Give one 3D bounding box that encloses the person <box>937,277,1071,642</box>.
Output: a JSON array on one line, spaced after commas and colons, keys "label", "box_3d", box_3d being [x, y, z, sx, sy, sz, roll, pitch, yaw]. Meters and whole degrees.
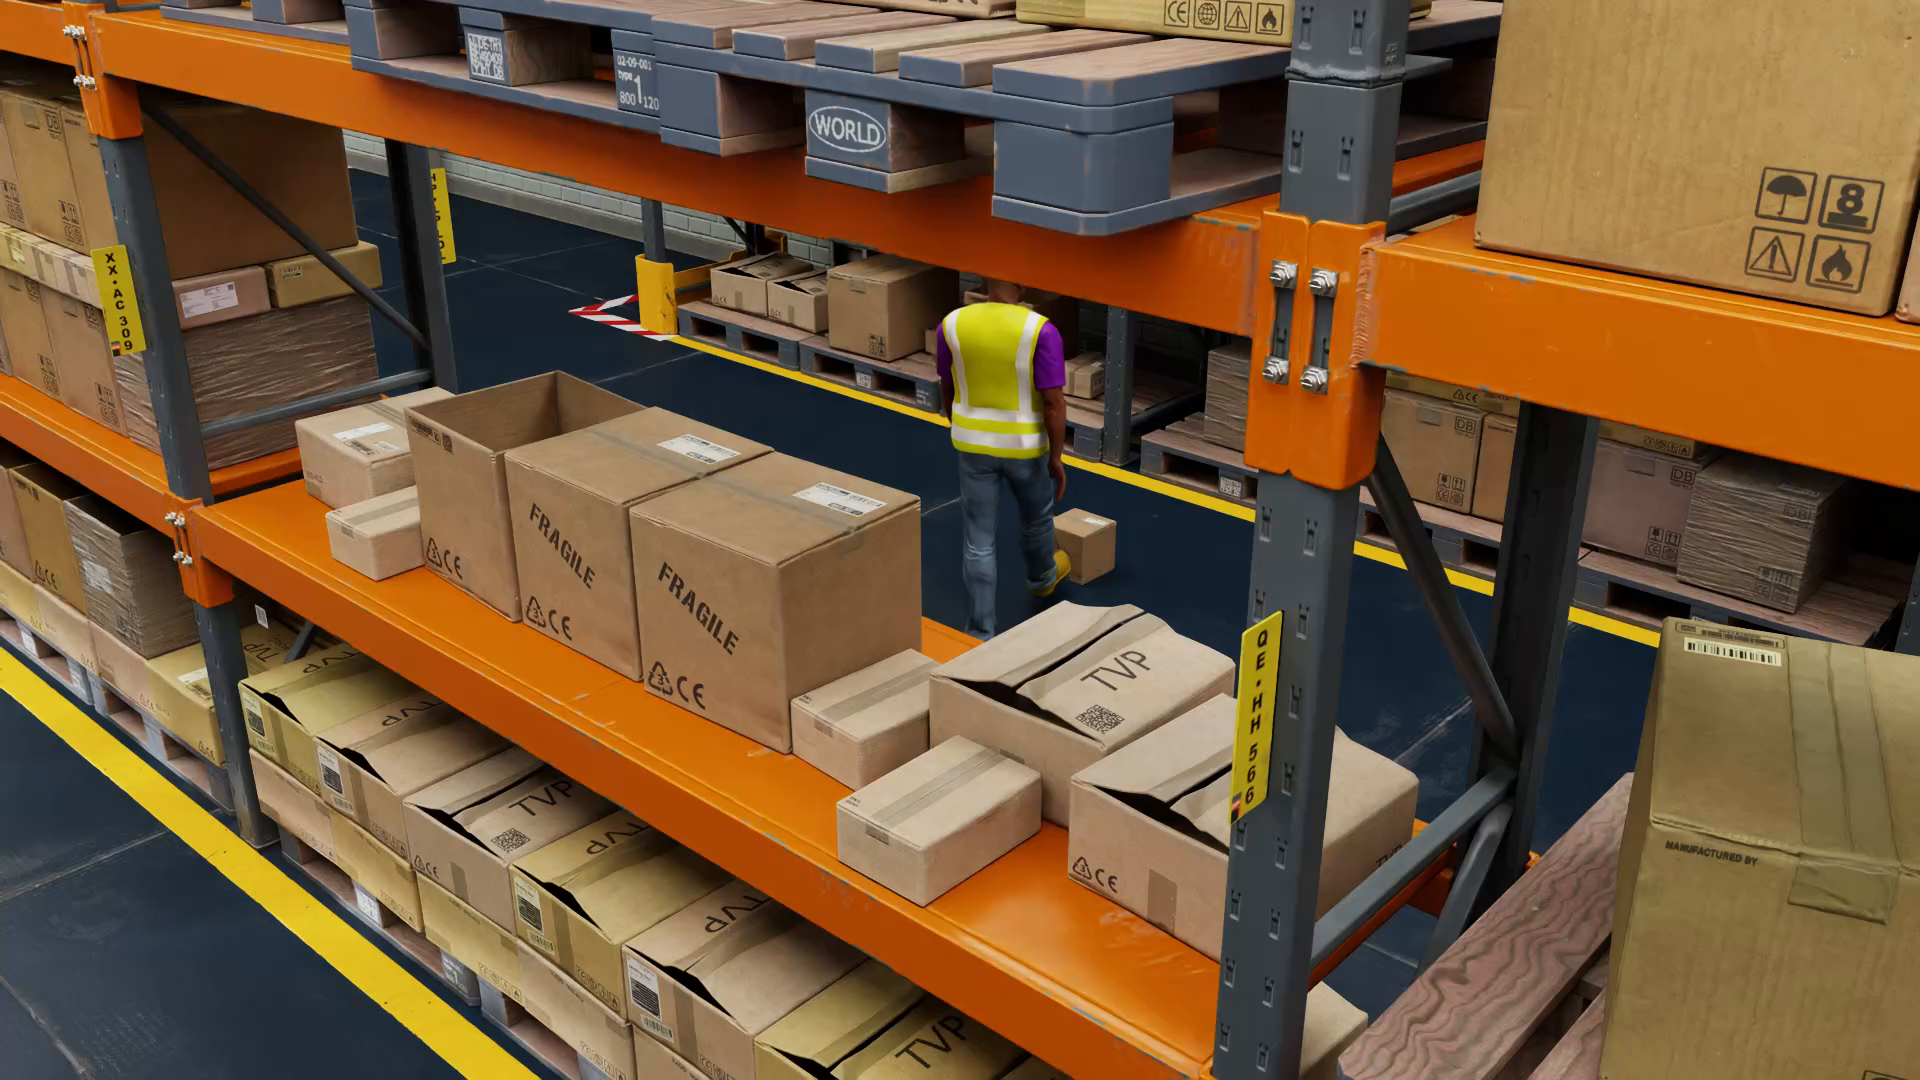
[{"label": "person", "box_3d": [0.206, -0.453, 7.055, 0.583, 1.725, 0.939, 5, 24, 12]}]
